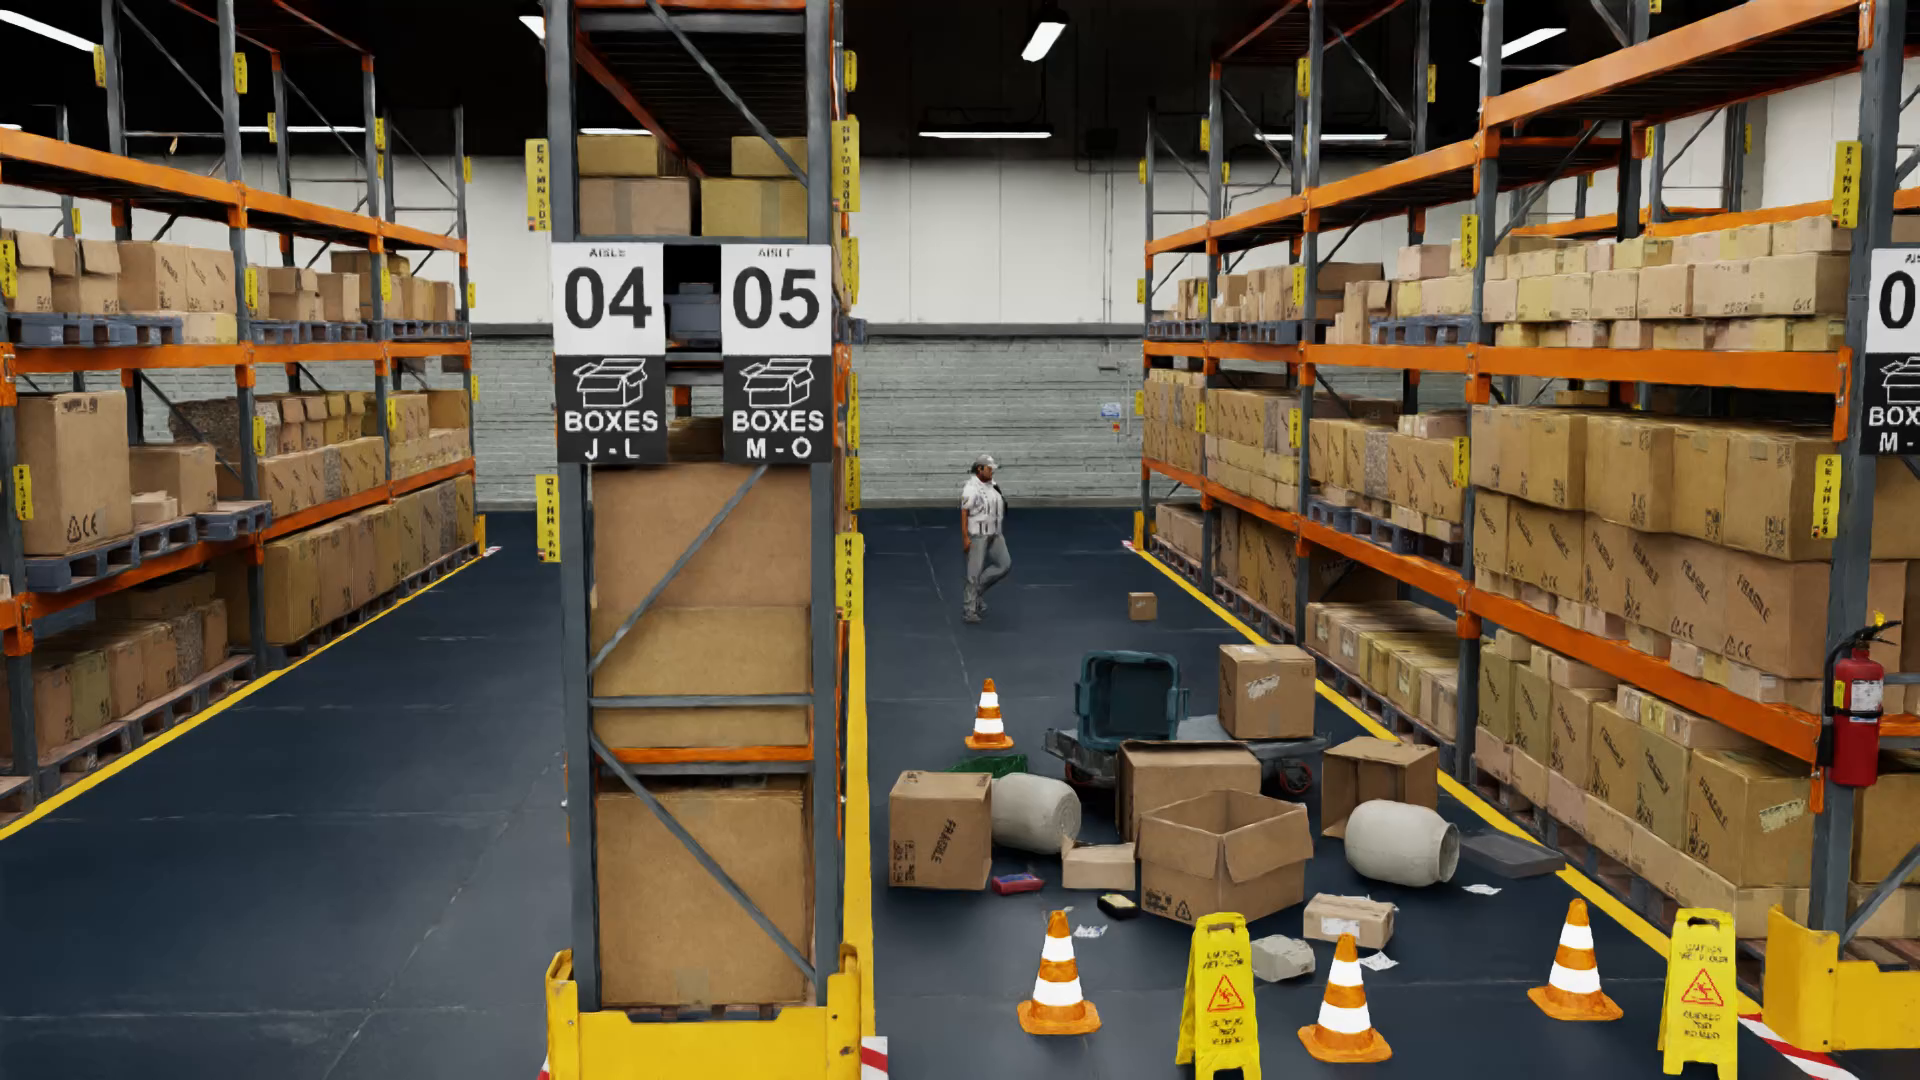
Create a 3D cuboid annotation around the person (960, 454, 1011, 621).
[{"bbox_3d":[0.177,-0.044,16.970,0.477,1.661,0.596,6,9,38],"label":"person"}]
